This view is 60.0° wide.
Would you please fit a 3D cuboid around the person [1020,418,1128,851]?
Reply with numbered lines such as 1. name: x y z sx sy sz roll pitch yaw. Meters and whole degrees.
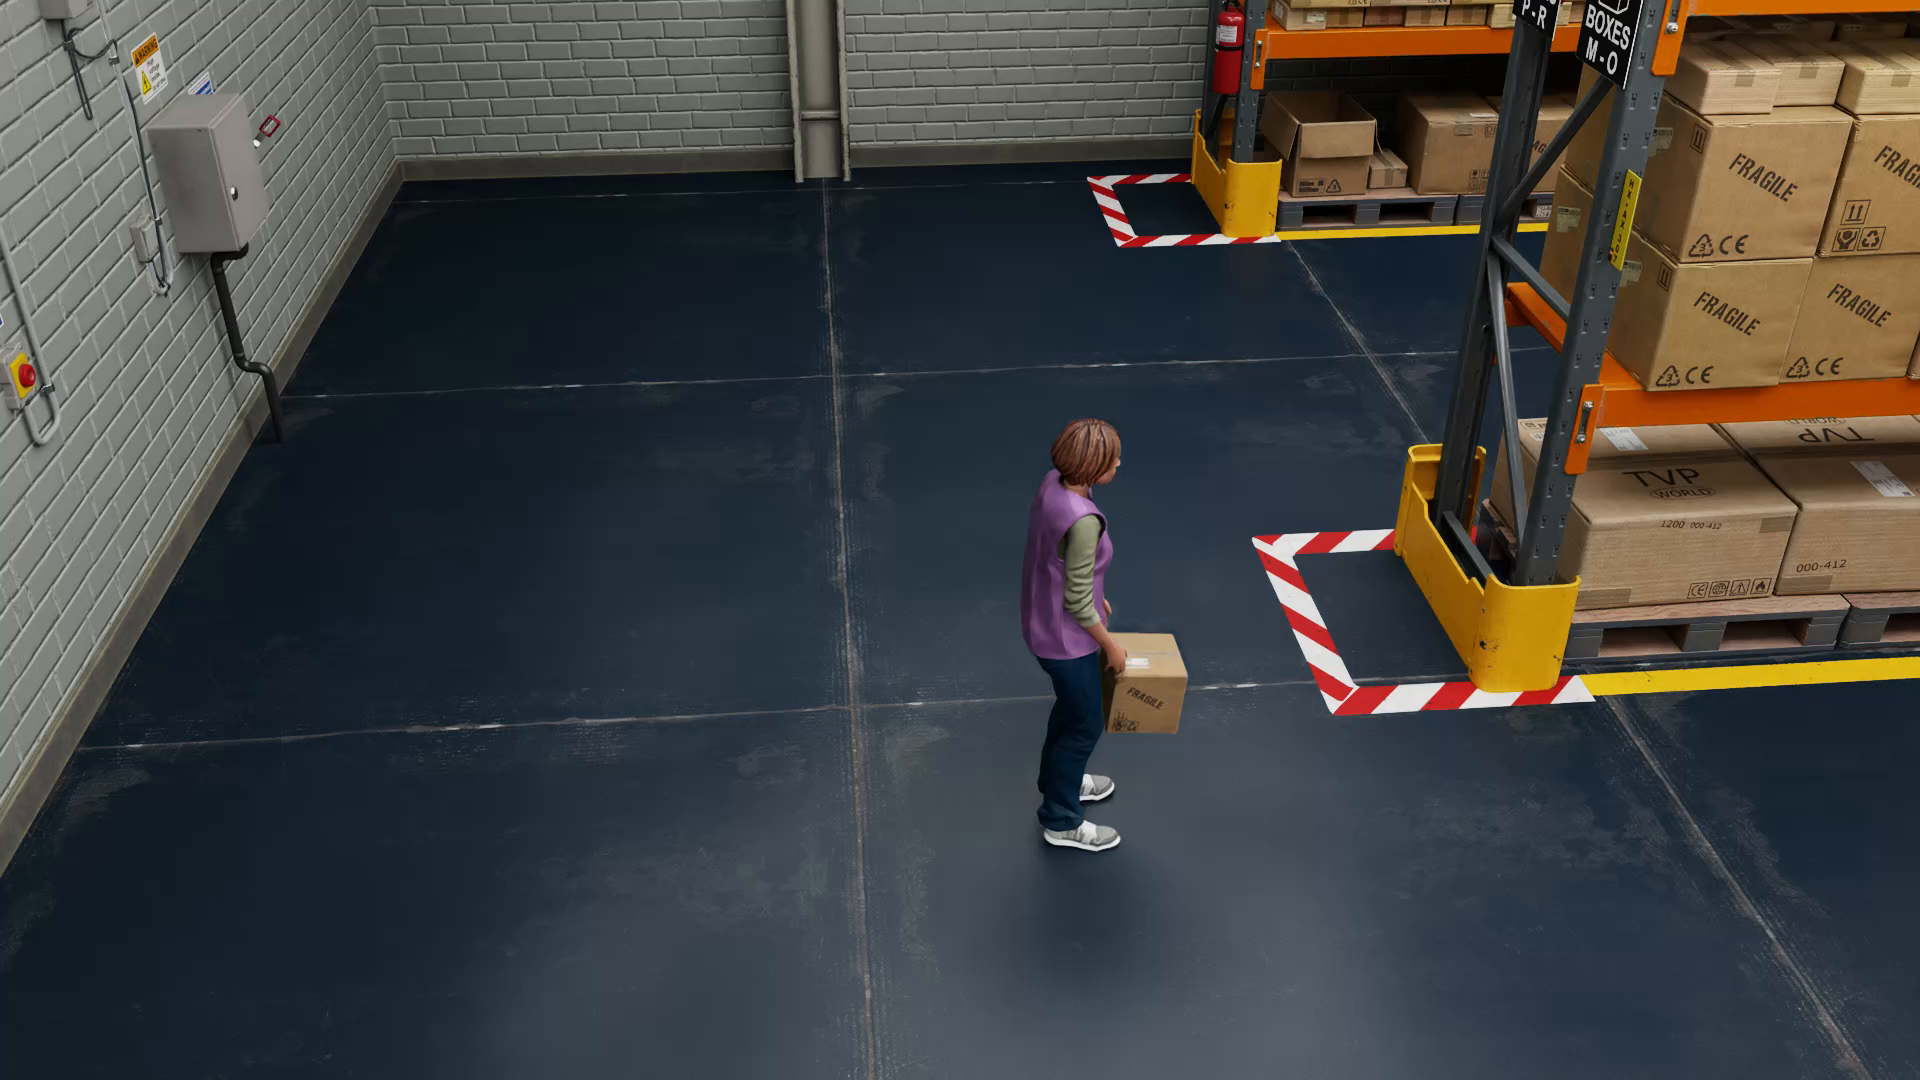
1. person: 0.396 0.311 5.631 0.371 1.599 0.448 -3 32 -6
